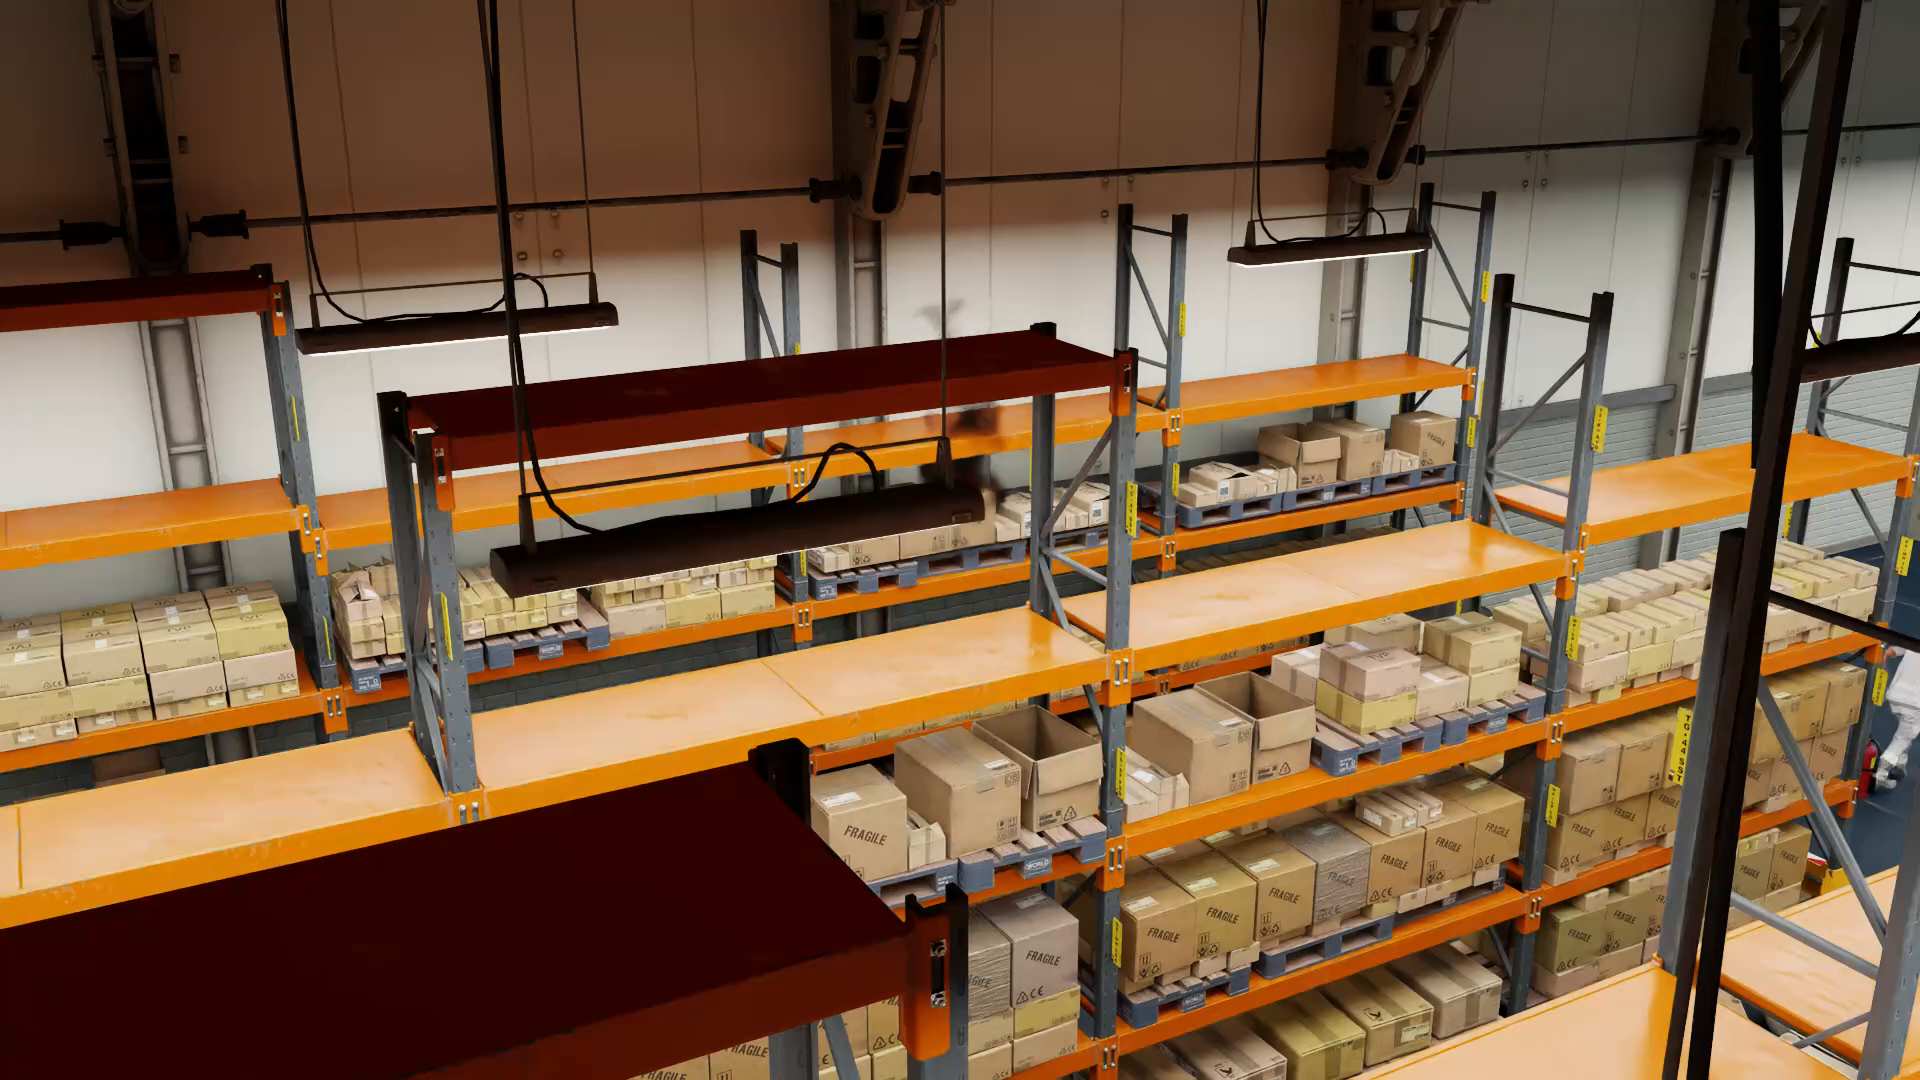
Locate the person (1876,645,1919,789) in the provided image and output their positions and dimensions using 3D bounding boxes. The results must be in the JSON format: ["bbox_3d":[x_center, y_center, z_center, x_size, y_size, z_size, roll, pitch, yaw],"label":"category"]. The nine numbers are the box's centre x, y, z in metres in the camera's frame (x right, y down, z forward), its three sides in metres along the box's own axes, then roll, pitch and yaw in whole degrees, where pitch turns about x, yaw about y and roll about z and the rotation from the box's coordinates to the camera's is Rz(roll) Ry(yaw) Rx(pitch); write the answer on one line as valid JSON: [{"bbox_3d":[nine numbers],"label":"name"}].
[{"bbox_3d":[9.935,1.793,17.484,1.008,1.709,0.676,-13,22,-34],"label":"person"}]
